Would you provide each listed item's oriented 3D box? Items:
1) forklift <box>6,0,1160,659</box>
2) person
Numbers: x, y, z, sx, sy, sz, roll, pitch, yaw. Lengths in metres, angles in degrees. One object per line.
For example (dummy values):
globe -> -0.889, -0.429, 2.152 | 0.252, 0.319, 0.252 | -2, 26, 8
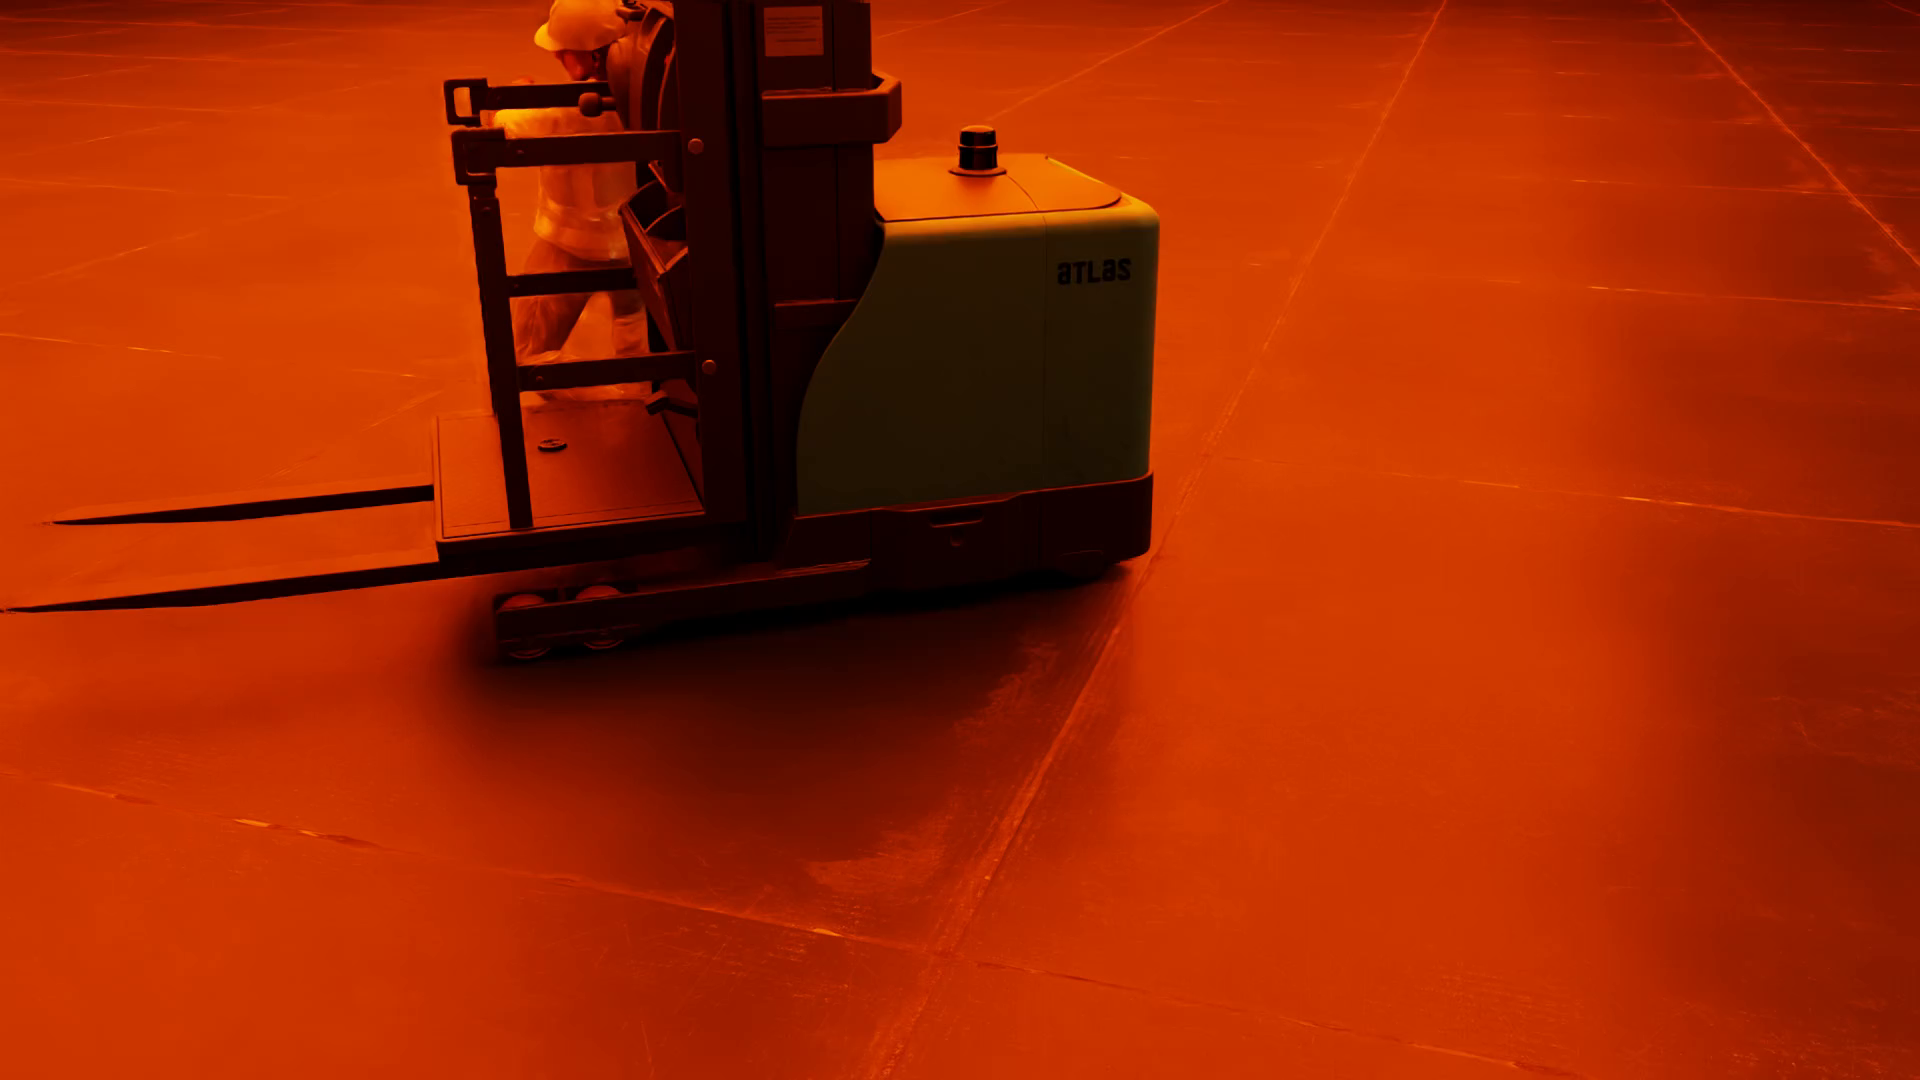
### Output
forklift -> -1.016, -1.268, 4.351 | 3.031, 2.935, 1.130 | -7, 23, -16
person -> -1.139, -1.018, 5.502 | 0.851, 1.594, 0.899 | 14, 26, 31
